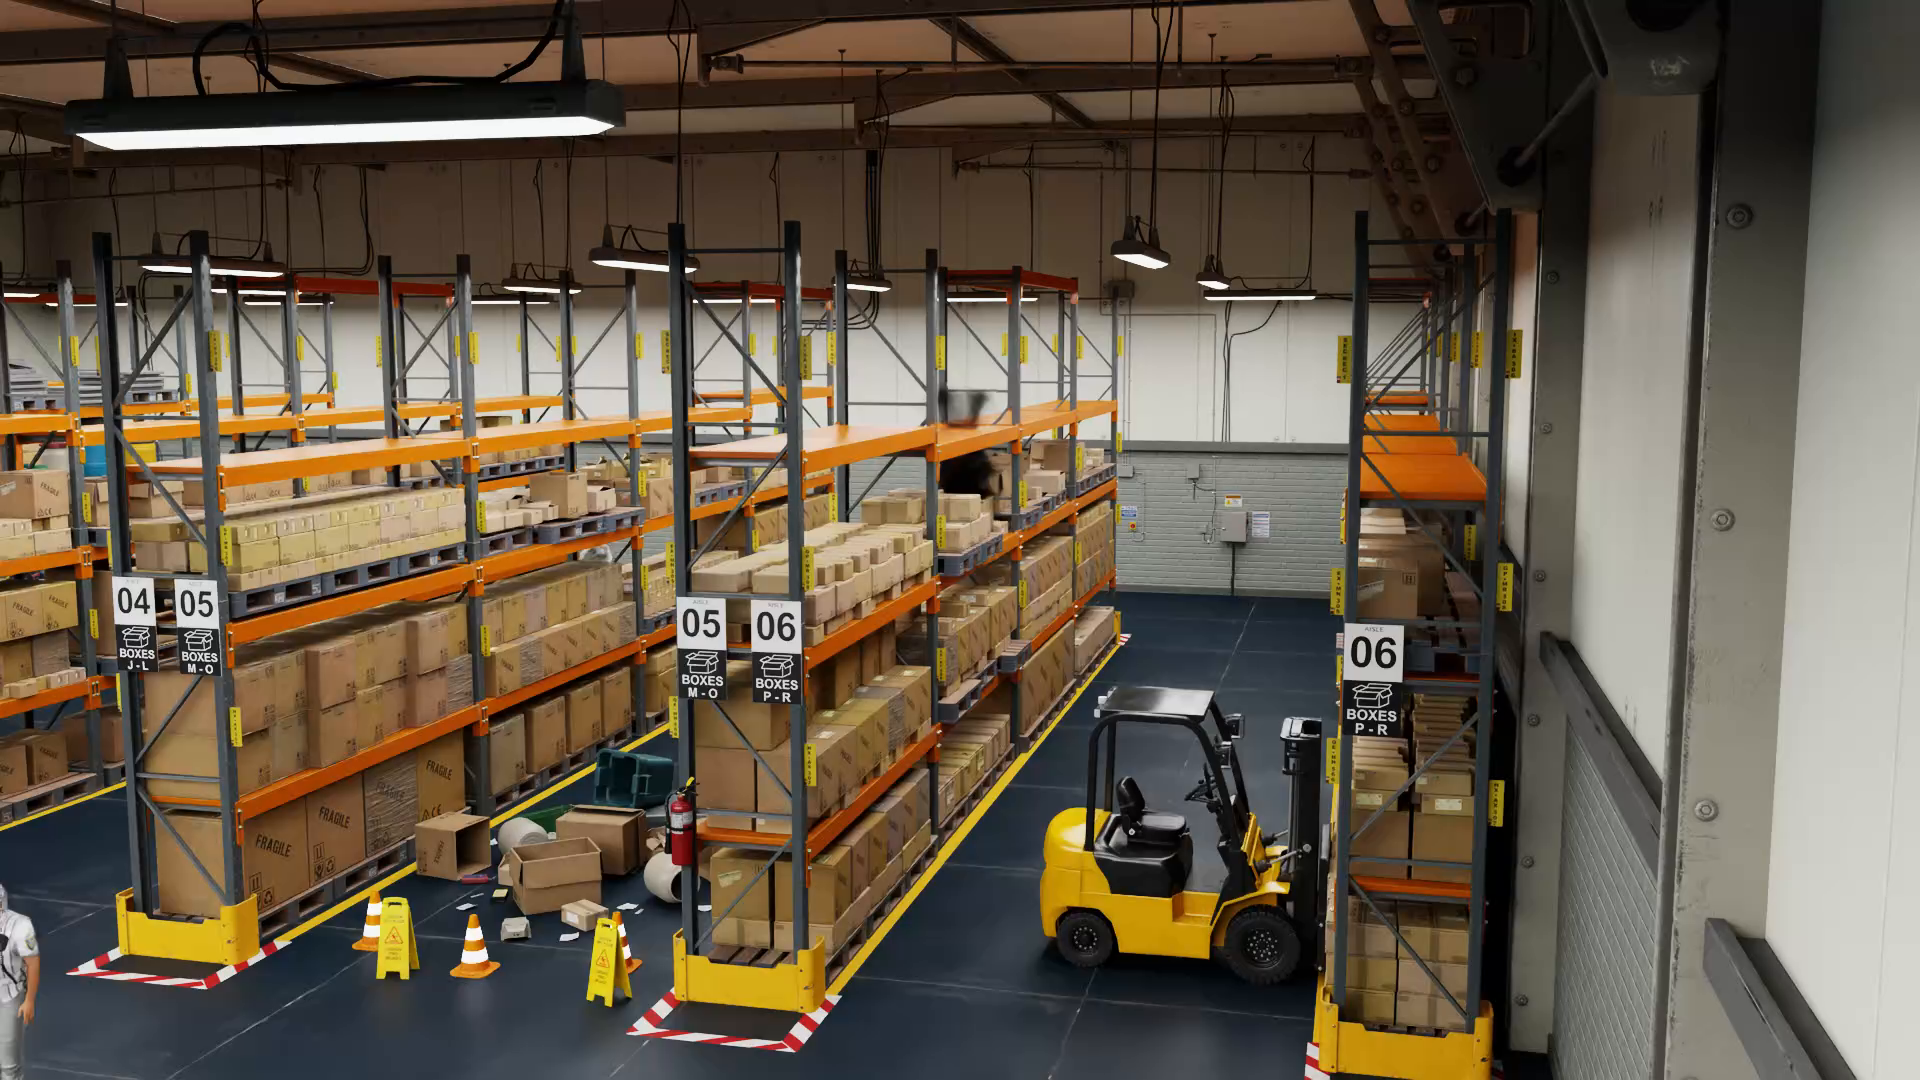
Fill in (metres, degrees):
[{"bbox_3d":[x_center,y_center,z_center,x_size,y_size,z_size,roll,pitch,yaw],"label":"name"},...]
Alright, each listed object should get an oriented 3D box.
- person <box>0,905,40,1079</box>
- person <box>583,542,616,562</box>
[{"bbox_3d":[-6.373,3.074,10.963,0.651,1.567,0.703,-1,7,-5],"label":"person"},{"bbox_3d":[-6.852,0.579,31.647,0.762,1.524,0.527,5,9,36],"label":"person"}]
